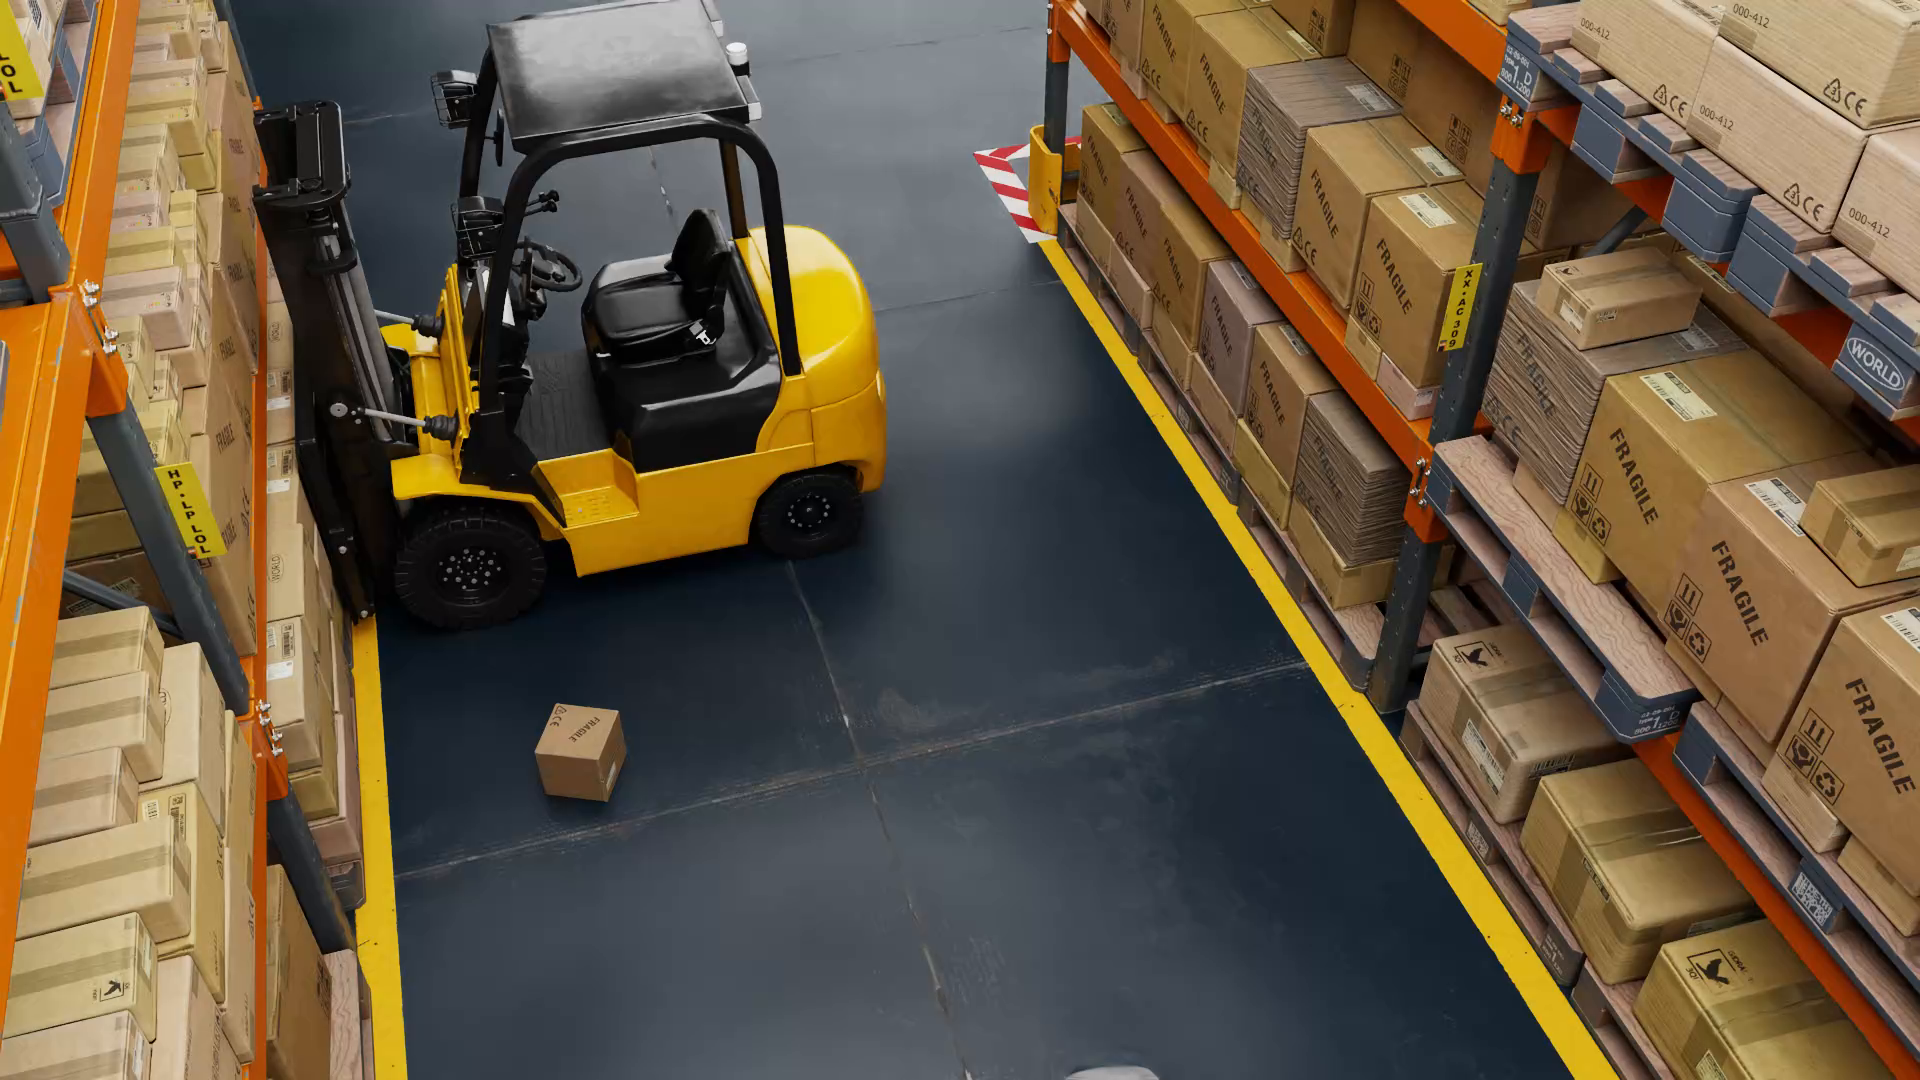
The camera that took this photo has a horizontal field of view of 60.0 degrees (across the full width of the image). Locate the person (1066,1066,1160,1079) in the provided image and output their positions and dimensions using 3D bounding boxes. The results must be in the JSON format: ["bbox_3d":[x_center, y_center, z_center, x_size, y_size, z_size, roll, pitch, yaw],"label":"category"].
[{"bbox_3d":[0.401,1.910,4.000,0.539,1.751,0.928,-16,44,-17],"label":"person"}]
